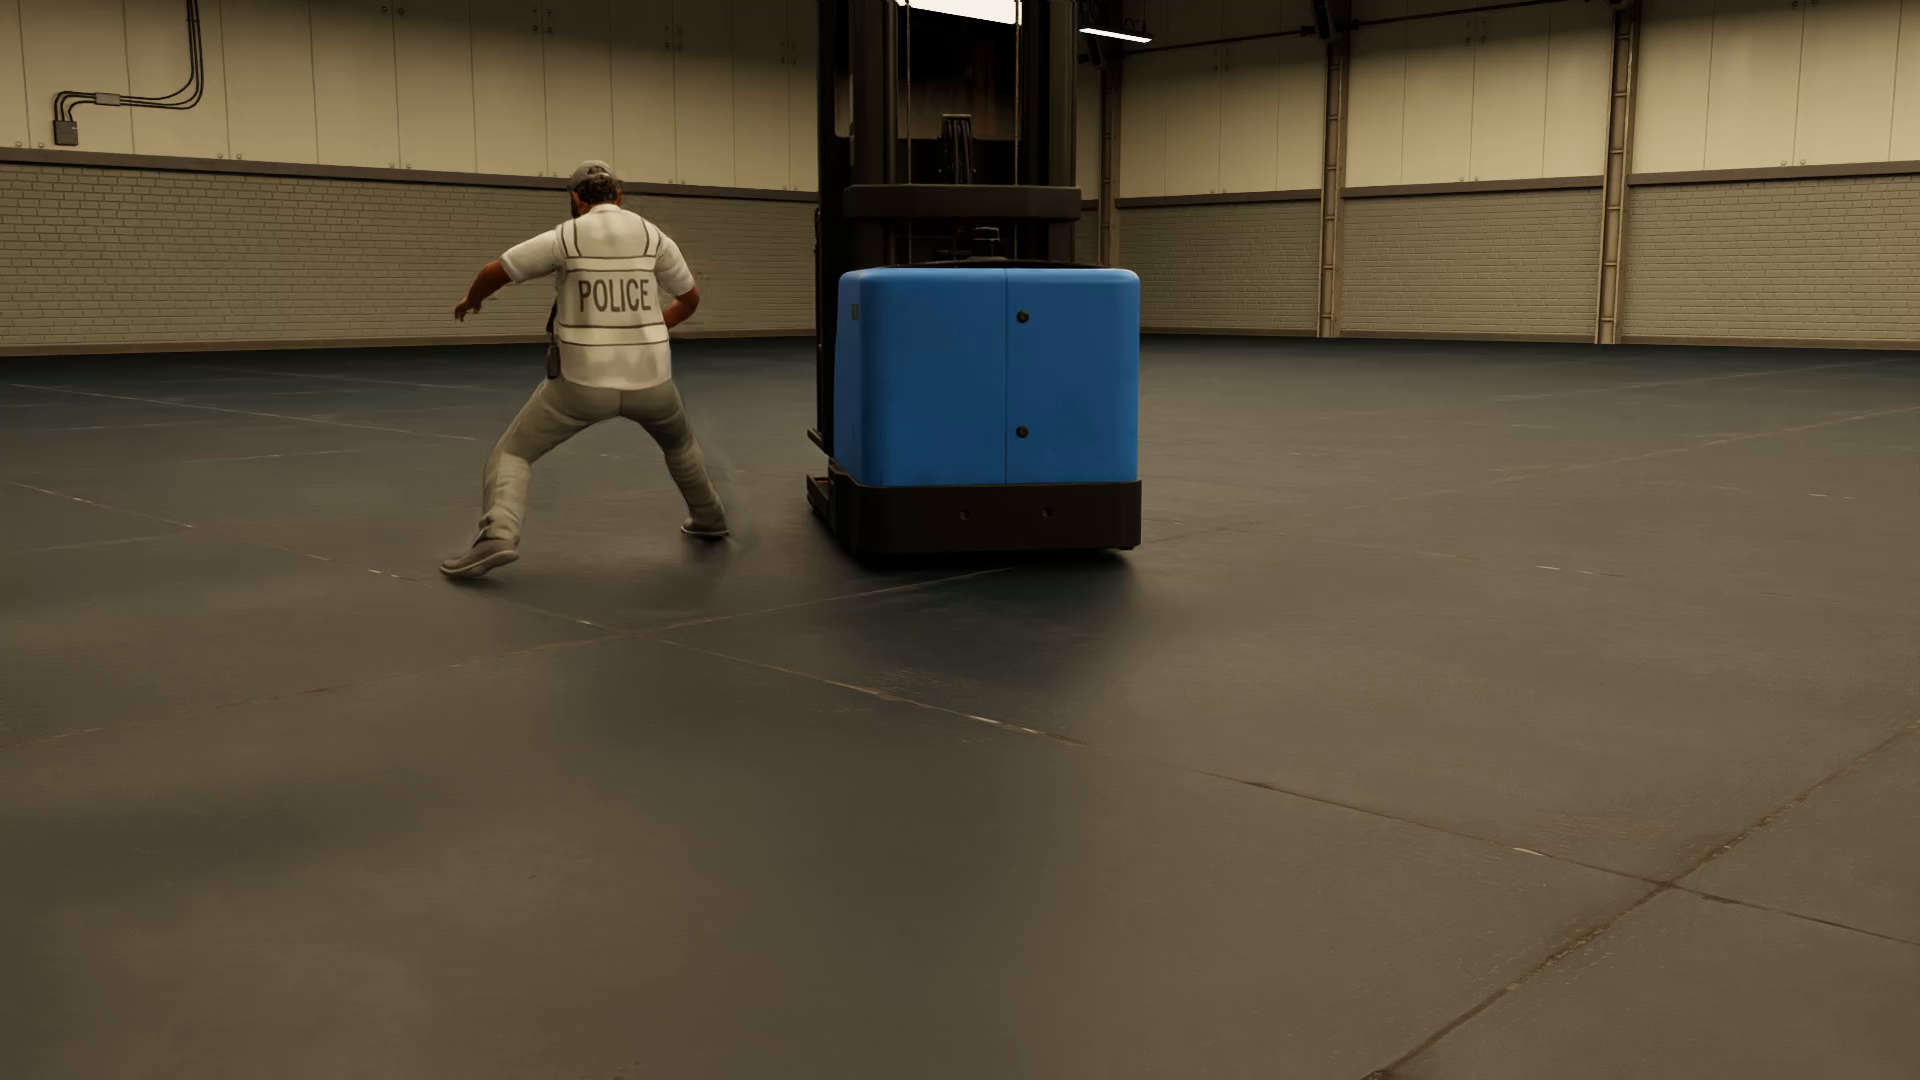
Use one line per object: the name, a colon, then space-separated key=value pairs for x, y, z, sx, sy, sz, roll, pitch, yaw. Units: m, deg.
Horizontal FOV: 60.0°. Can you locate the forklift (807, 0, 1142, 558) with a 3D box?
forklift: x=-0.097 y=-1.561 z=7.239 sx=1.130 sy=2.935 sz=3.031 roll=-2 pitch=9 yaw=-10

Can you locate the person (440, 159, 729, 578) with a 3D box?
person: x=-1.387 y=-0.661 z=6.178 sx=1.207 sy=1.467 sz=0.908 roll=-4 pitch=10 yaw=-26
